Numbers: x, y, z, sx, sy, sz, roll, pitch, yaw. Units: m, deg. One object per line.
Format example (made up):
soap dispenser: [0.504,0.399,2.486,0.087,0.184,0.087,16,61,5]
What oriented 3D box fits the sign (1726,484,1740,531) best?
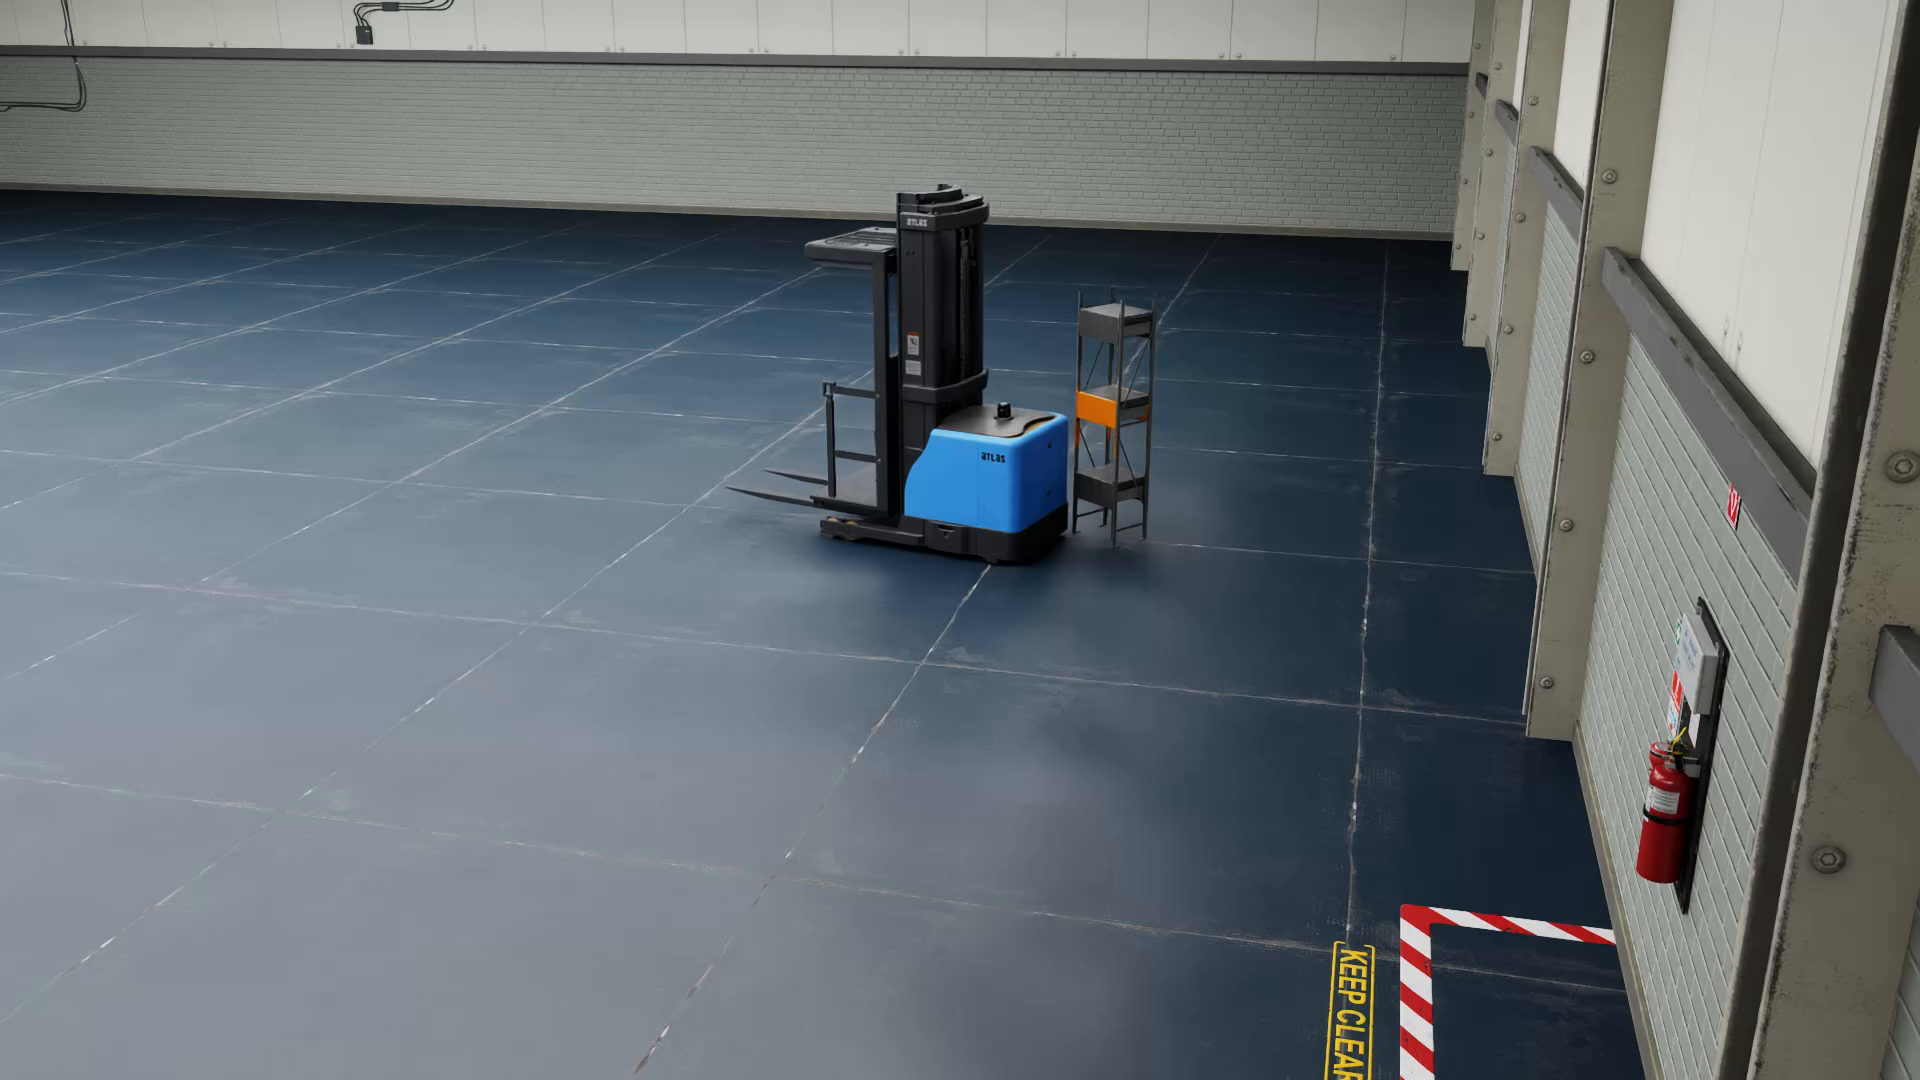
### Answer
sign: [3.062,-0.206,6.562,0.001,0.298,0.199,5,19,13]

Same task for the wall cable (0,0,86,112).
wall cable: [-20.357,-10.541,35.930,3.097,2.526,0.112,5,19,13]

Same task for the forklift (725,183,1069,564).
forklift: [-0.619,-1.517,14.095,3.031,2.935,1.130,10,21,27]

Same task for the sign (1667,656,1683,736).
sign: [3.198,0.704,7.431,0.001,0.329,0.234,5,19,13]

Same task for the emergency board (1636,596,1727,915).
emergency board: [2.963,0.886,6.953,0.194,1.169,0.643,5,19,13]

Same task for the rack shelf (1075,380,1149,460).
rack shelf: [1.284,-1.011,13.934,0.431,0.518,0.480,-15,24,-37]

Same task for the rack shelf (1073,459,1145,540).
rack shelf: [1.281,-0.350,14.165,0.431,0.518,0.480,-15,24,-37]

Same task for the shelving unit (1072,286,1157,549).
shelving unit: [1.285,-1.024,13.929,0.431,2.100,0.503,-15,24,-37]

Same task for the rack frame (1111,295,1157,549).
rack frame: [1.438,-0.961,13.751,0.400,2.100,0.015,-15,24,-37]

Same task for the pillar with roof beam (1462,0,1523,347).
pillar with roof beam: [2.546,-7.163,21.237,9.100,9.000,0.400,5,19,13]

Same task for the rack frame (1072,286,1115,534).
rack frame: [1.131,-1.087,14.108,0.400,2.100,0.015,-15,24,-37]

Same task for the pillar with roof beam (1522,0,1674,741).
pillar with roof beam: [-0.386,-3.402,10.225,9.100,9.000,0.400,5,19,13]

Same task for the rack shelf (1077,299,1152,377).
rack shelf: [1.288,-1.672,13.703,0.431,0.518,0.480,-15,24,-37]

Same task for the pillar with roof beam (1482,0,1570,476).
pillar with roof beam: [1.080,-5.283,15.731,9.100,9.000,0.400,5,19,13]

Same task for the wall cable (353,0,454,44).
wall cable: [-11.155,-12.865,32.669,2.305,6.003,0.169,5,19,13]

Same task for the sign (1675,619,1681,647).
sign: [3.188,0.454,7.343,0.001,0.109,0.331,5,19,13]

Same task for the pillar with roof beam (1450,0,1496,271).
pillar with roof beam: [4.012,-9.044,26.743,9.100,9.000,0.400,5,19,13]
